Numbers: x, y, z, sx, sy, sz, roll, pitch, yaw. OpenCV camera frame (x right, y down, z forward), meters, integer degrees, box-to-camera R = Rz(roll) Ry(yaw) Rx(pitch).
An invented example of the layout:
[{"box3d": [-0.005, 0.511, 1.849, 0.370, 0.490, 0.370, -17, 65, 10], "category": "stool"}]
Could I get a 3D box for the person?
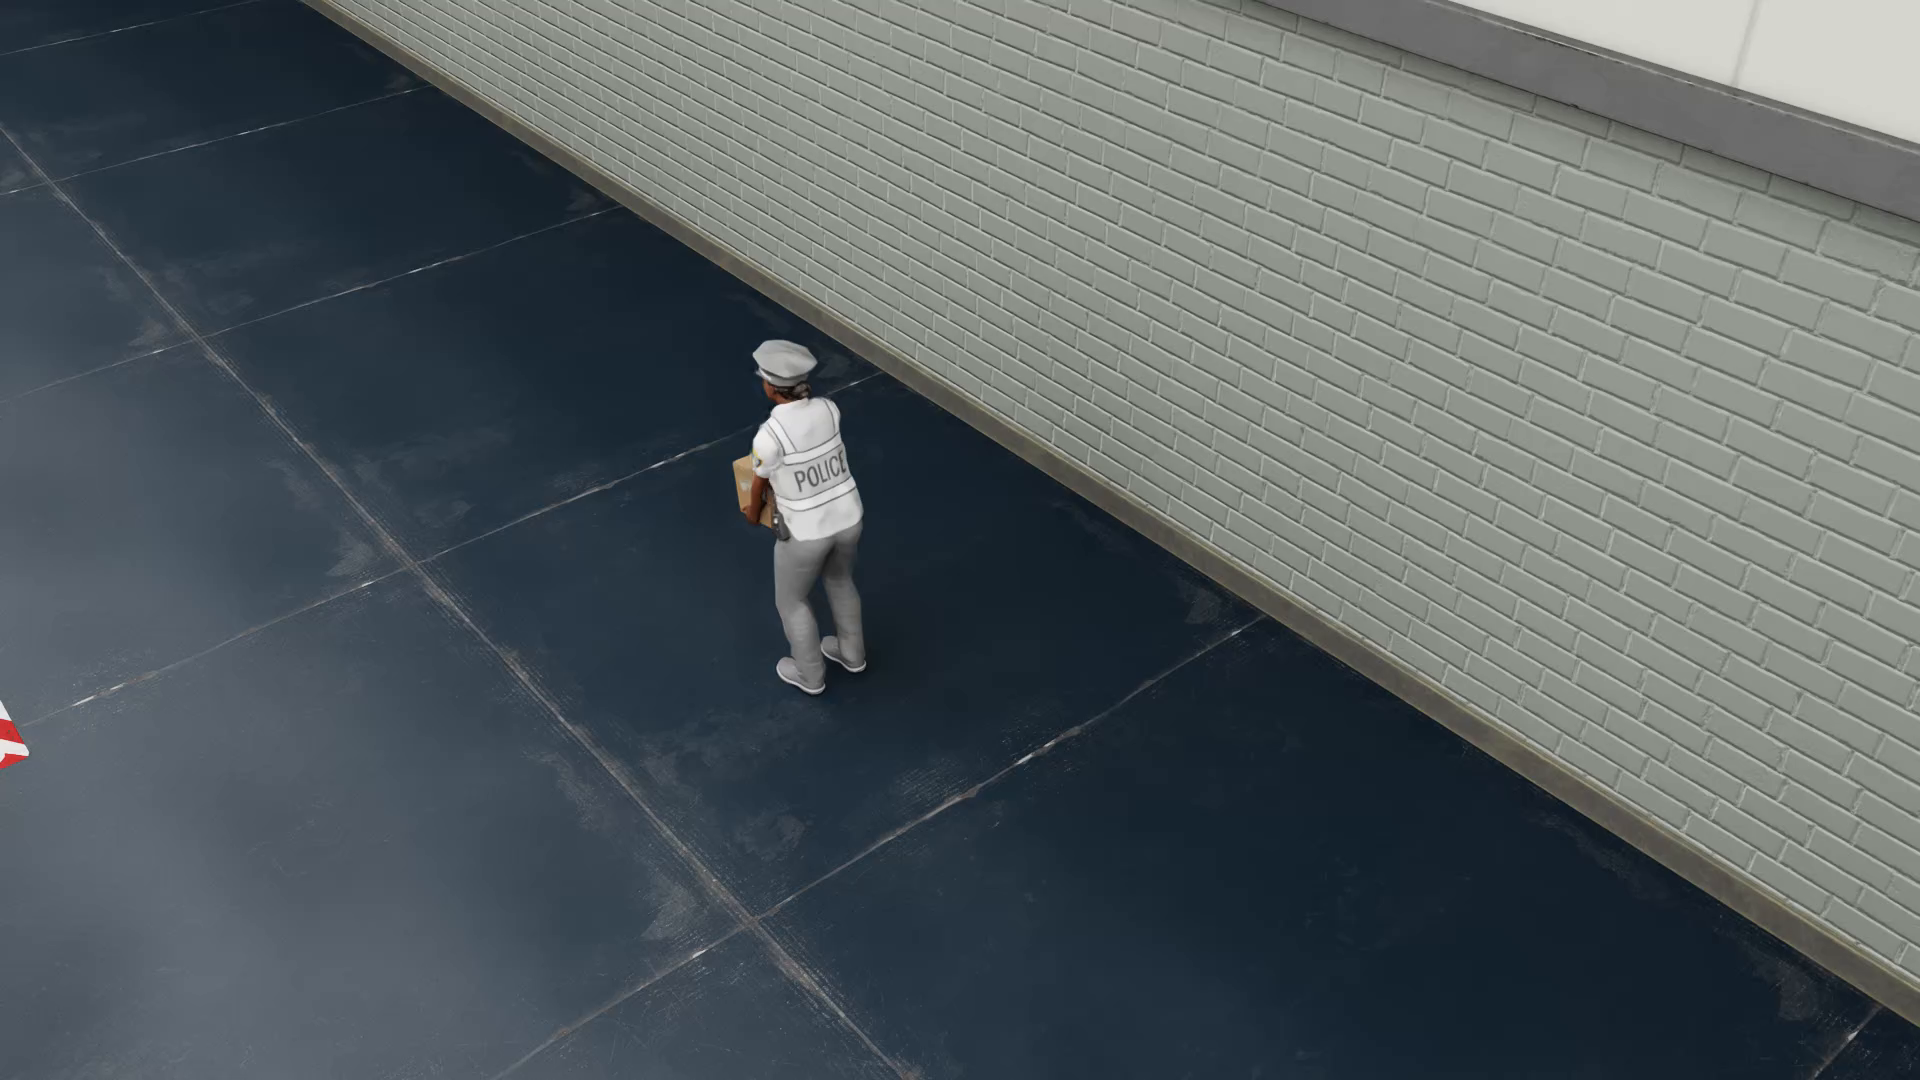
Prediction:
[{"box3d": [-0.685, -0.091, 7.224, 0.416, 1.646, 0.554, -27, 44, -32], "category": "person"}]
